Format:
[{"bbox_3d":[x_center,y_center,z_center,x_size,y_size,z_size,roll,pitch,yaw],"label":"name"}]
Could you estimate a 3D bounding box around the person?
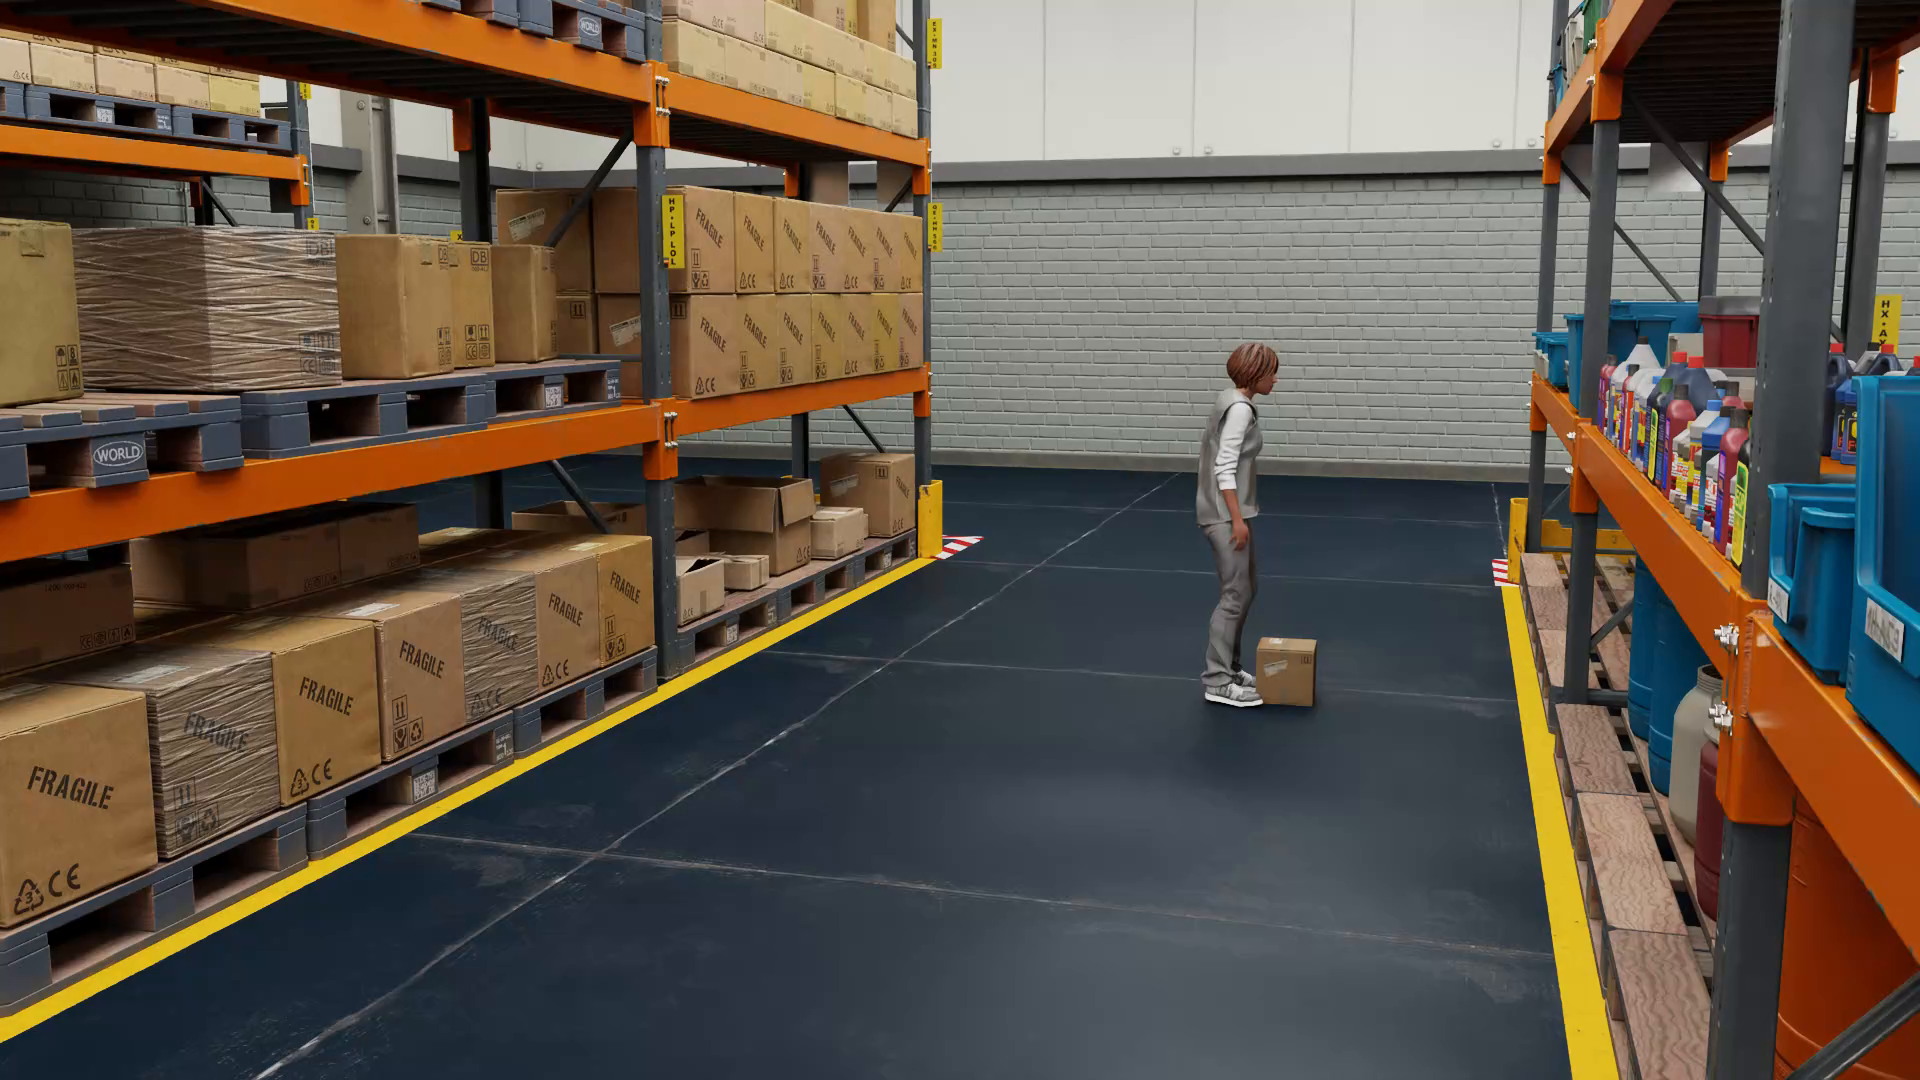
[{"bbox_3d":[1.228,-0.082,7.431,0.350,1.591,0.480,2,9,13],"label":"person"}]
